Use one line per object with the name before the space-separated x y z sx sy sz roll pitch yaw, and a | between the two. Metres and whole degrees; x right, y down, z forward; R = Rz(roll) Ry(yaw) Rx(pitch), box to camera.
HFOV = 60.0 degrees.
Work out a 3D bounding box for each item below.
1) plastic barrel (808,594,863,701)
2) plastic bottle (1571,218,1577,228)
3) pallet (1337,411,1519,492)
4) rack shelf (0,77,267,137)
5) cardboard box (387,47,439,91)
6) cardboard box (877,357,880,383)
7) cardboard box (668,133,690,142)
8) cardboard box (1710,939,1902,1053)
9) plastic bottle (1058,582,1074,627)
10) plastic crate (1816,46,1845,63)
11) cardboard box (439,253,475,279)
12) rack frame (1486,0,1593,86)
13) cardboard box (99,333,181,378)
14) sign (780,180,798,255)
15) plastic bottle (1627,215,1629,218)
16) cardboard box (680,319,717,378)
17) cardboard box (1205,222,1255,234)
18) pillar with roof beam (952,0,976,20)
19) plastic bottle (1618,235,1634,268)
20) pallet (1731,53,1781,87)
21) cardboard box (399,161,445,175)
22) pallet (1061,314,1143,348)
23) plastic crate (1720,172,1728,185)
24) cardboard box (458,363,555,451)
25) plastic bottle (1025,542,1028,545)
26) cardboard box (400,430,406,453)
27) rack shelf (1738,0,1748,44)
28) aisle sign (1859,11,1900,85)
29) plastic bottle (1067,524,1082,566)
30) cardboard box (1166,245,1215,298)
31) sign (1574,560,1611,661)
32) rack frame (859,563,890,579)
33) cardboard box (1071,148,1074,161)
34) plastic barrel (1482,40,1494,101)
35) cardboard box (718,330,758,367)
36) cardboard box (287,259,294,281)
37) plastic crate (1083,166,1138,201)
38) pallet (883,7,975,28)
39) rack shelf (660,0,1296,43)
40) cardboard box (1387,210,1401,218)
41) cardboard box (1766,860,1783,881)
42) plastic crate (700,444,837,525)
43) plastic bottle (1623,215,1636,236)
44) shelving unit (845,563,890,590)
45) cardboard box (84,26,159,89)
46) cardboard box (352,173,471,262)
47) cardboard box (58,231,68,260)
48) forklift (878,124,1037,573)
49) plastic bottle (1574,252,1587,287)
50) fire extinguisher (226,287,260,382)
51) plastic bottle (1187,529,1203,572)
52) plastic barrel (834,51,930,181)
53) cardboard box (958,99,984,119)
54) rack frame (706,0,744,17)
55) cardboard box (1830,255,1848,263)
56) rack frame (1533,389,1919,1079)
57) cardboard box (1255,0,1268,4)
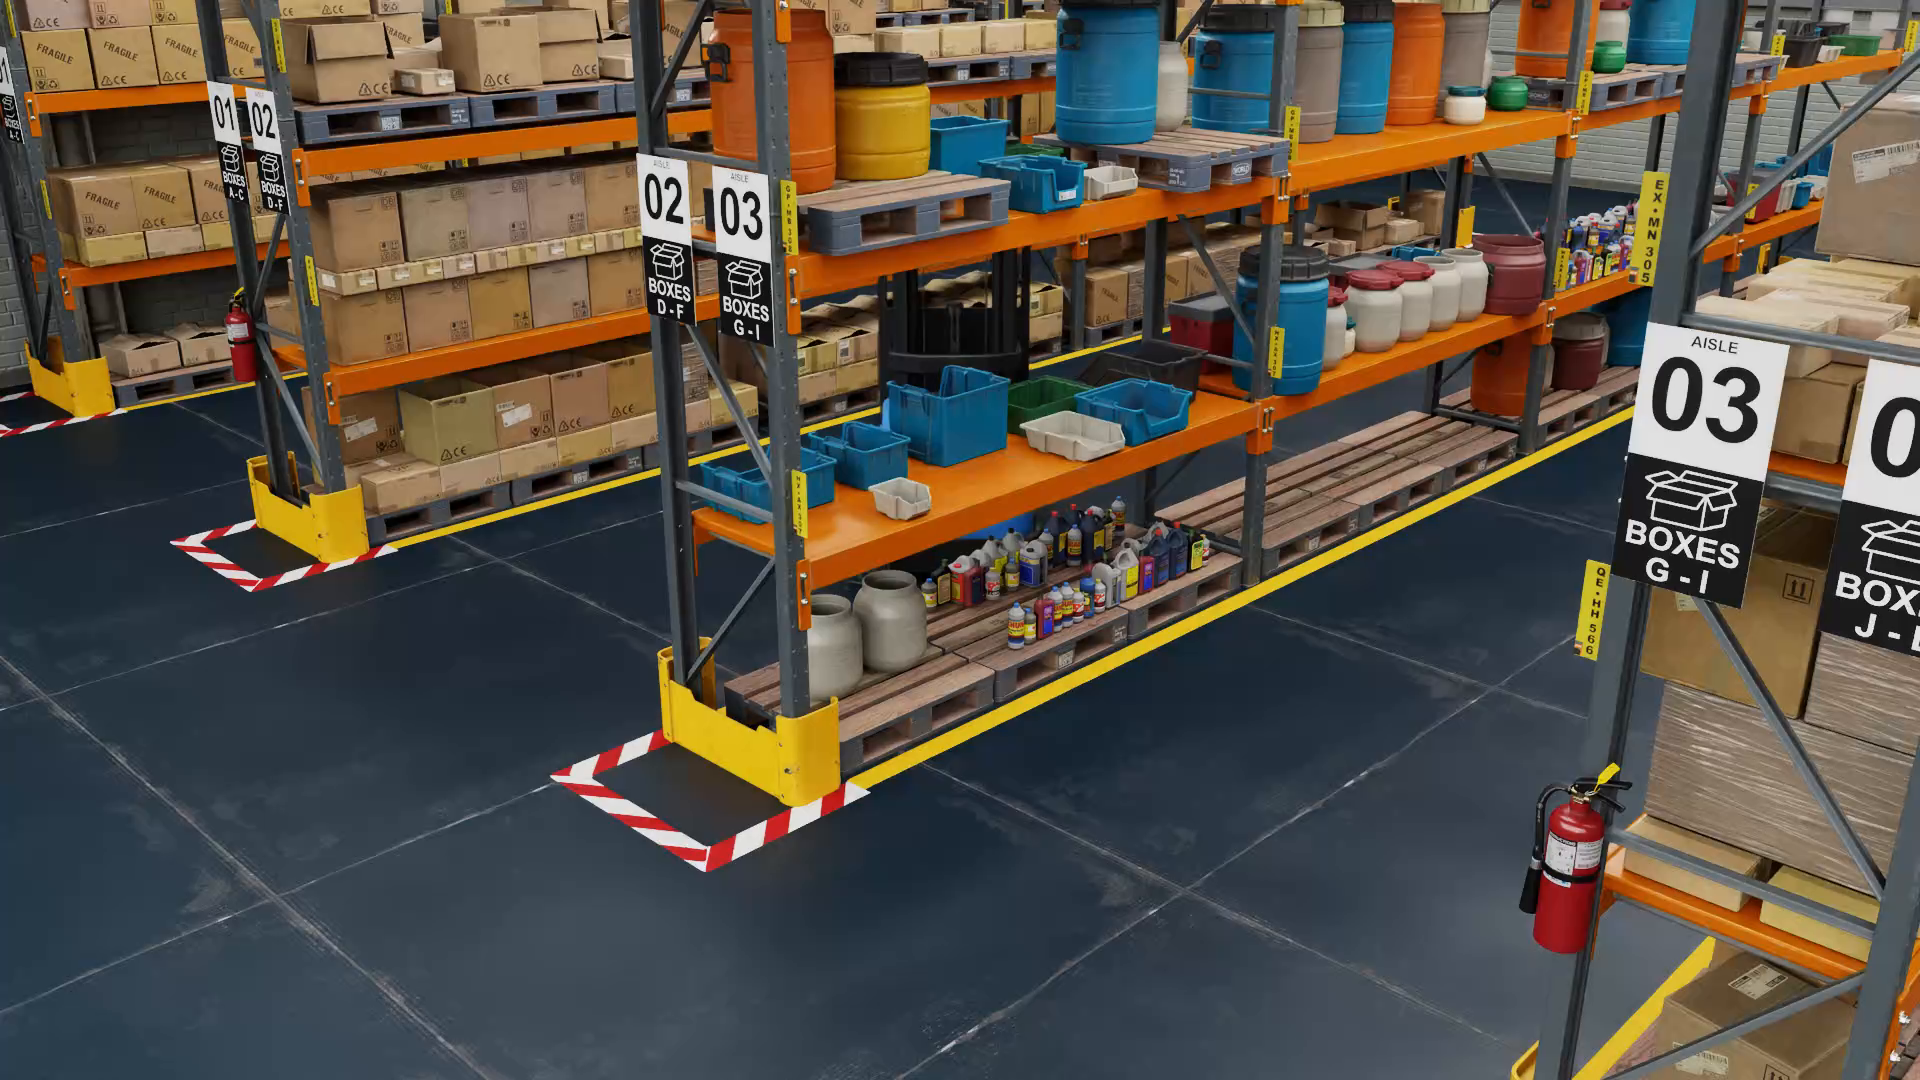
plastic barrel | -0.753 0.595 9.227 0.421 0.512 0.421 0 21 0
plastic bottle | 5.710 -2.862 15.519 0.097 0.271 0.097 0 21 0
pallet | 3.856 -0.747 13.724 1.003 0.211 1.213 19 28 41
rack shelf | -6.860 -4.240 15.746 1.077 0.370 4.000 19 28 41
cardboard box | -4.089 -3.376 11.924 0.500 0.250 0.500 19 28 41
cardboard box | -0.737 -1.670 15.485 0.500 0.250 0.500 18 28 39
cardboard box | -3.366 -4.696 19.359 0.700 0.500 0.500 16 26 36
cardboard box | 3.232 1.710 6.343 0.500 0.500 0.500 -12 24 -28
plastic bottle | 0.640 0.385 10.083 0.097 0.271 0.097 0 21 0
plastic crate | 8.741 -4.978 17.032 0.437 0.136 0.530 19 28 41
cardboard box | -3.740 -2.015 12.094 0.380 0.149 0.250 19 28 40
rack frame | 4.424 -5.038 12.640 1.000 3.000 0.127 19 28 41
cardboard box | -7.708 -1.767 15.625 0.500 0.311 0.500 15 26 35
sign | -0.766 -1.447 7.465 0.100 0.325 0.005 19 28 41
plastic bottle | 6.492 -3.118 16.282 0.097 0.201 0.097 0 21 0
cardboard box | -2.461 -1.672 14.447 0.500 0.500 0.500 19 28 41
cardboard box | 3.156 -3.482 19.824 0.500 0.500 0.500 18 27 38
pillar with roof beam | 3.069 -7.865 19.995 9.100 9.000 0.400 19 28 41
plastic bottle | 5.925 -2.567 14.745 0.152 0.276 0.135 19 28 41
pallet | 6.737 -4.352 15.300 1.213 0.211 1.003 19 28 41
cardboard box | -5.573 -3.780 16.864 0.500 0.500 0.500 19 28 41
pallet | 1.425 -2.360 17.920 1.003 0.211 1.213 19 28 41
plastic crate | 8.469 -3.848 18.054 0.416 0.233 0.300 19 28 41
cardboard box | -3.483 -1.028 12.770 0.500 0.500 0.500 19 28 41
plastic bottle | 0.427 0.110 10.895 0.097 0.201 0.097 0 21 0
cardboard box | -4.201 -0.678 12.905 0.500 0.250 0.500 19 28 41
rack shelf | 3.787 -1.919 5.532 1.077 0.370 4.000 19 28 41
aisle sign | 10.265 -5.453 18.458 0.394 0.787 0.004 19 28 41
plastic bottle | 0.758 0.029 11.007 0.097 0.271 0.097 0 21 0
cardboard box | 2.475 -2.962 18.471 0.500 0.500 0.500 18 27 39
sign | 2.008 0.226 5.252 0.100 0.325 0.005 19 28 41
rack frame | -0.582 -0.139 11.181 0.240 0.900 0.006 9 23 22
cardboard box | 1.236 -3.912 17.346 0.700 0.500 0.500 9 23 23
plastic barrel | 3.988 -3.687 13.150 0.421 0.512 0.421 0 21 0
cardboard box | -1.836 -1.801 15.044 0.500 0.311 0.500 19 28 41
cardboard box | -4.573 -1.918 11.840 0.380 0.149 0.250 19 28 40
plastic crate | 0.803 -1.973 9.214 0.243 0.136 0.396 19 28 41
pallet | -0.488 -6.809 21.694 0.805 0.209 1.217 18 27 39
rack shelf | 0.238 -2.974 8.828 1.077 0.370 4.000 19 28 41
cardboard box | 5.527 -4.260 22.196 0.500 0.250 0.500 19 28 41
cardboard box | 2.617 0.986 5.678 0.380 0.149 0.250 19 28 41
plastic crate | -1.022 -0.316 8.923 0.499 0.251 0.616 19 28 41
plastic bottle | 6.466 -3.029 16.052 0.097 0.201 0.097 0 21 0
shelving unit | -0.623 -0.105 11.094 0.258 0.900 0.210 9 23 22
cardboard box | -7.443 -4.270 14.655 0.500 0.500 0.500 -18 27 -39
cardboard box | -3.969 -2.342 12.038 0.700 0.500 0.500 18 28 39
cardboard box | -8.068 -2.769 15.280 0.500 0.250 0.500 -20 28 -41
forklift | -0.051 -1.622 12.210 1.130 2.935 3.031 -1 21 -1
plastic bottle | 5.219 -2.287 14.007 0.061 0.283 0.133 19 28 41
fire extinguisher | -5.119 -1.472 11.832 0.296 0.674 0.183 19 28 41
plastic bottle | 1.534 0.059 10.913 0.133 0.283 0.061 -18 28 -39
plastic barrel | -0.453 -2.191 8.564 0.600 0.588 0.600 0 21 0
cardboard box | -0.025 -5.759 22.295 0.500 0.500 0.500 19 28 40
rack frame | -2.674 -7.518 19.091 1.000 3.000 0.127 19 28 41
cardboard box | 3.275 -0.940 5.813 0.380 0.149 0.250 18 27 38
rack frame | 2.392 1.058 5.141 1.000 3.000 0.127 19 28 41
cardboard box | 3.264 -6.085 18.681 0.600 0.600 0.600 16 26 36
